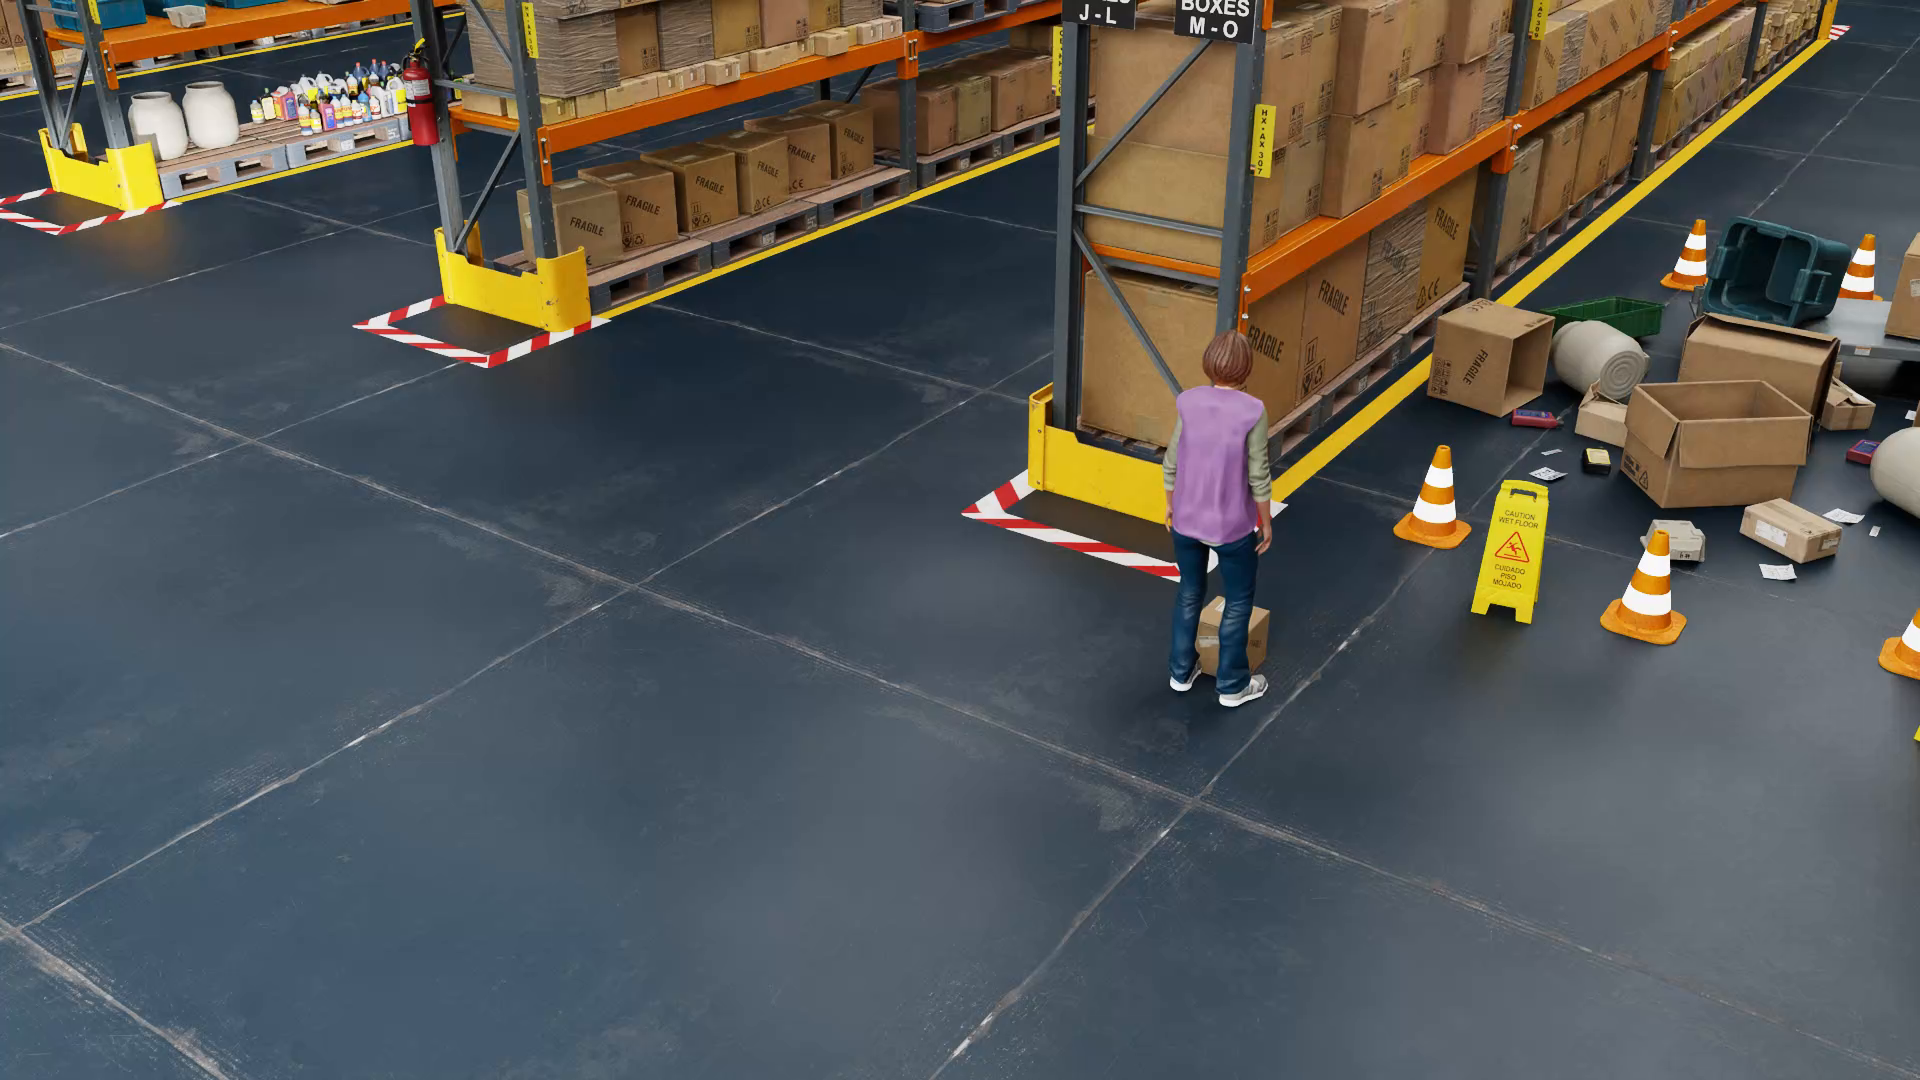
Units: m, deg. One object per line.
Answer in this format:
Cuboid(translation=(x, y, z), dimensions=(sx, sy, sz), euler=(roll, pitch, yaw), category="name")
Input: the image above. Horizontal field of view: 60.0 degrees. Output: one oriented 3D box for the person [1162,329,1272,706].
Cuboid(translation=(1.046, -0.072, 6.768), dimensions=(0.485, 1.593, 0.343), euler=(16, 31, 27), category="person")
